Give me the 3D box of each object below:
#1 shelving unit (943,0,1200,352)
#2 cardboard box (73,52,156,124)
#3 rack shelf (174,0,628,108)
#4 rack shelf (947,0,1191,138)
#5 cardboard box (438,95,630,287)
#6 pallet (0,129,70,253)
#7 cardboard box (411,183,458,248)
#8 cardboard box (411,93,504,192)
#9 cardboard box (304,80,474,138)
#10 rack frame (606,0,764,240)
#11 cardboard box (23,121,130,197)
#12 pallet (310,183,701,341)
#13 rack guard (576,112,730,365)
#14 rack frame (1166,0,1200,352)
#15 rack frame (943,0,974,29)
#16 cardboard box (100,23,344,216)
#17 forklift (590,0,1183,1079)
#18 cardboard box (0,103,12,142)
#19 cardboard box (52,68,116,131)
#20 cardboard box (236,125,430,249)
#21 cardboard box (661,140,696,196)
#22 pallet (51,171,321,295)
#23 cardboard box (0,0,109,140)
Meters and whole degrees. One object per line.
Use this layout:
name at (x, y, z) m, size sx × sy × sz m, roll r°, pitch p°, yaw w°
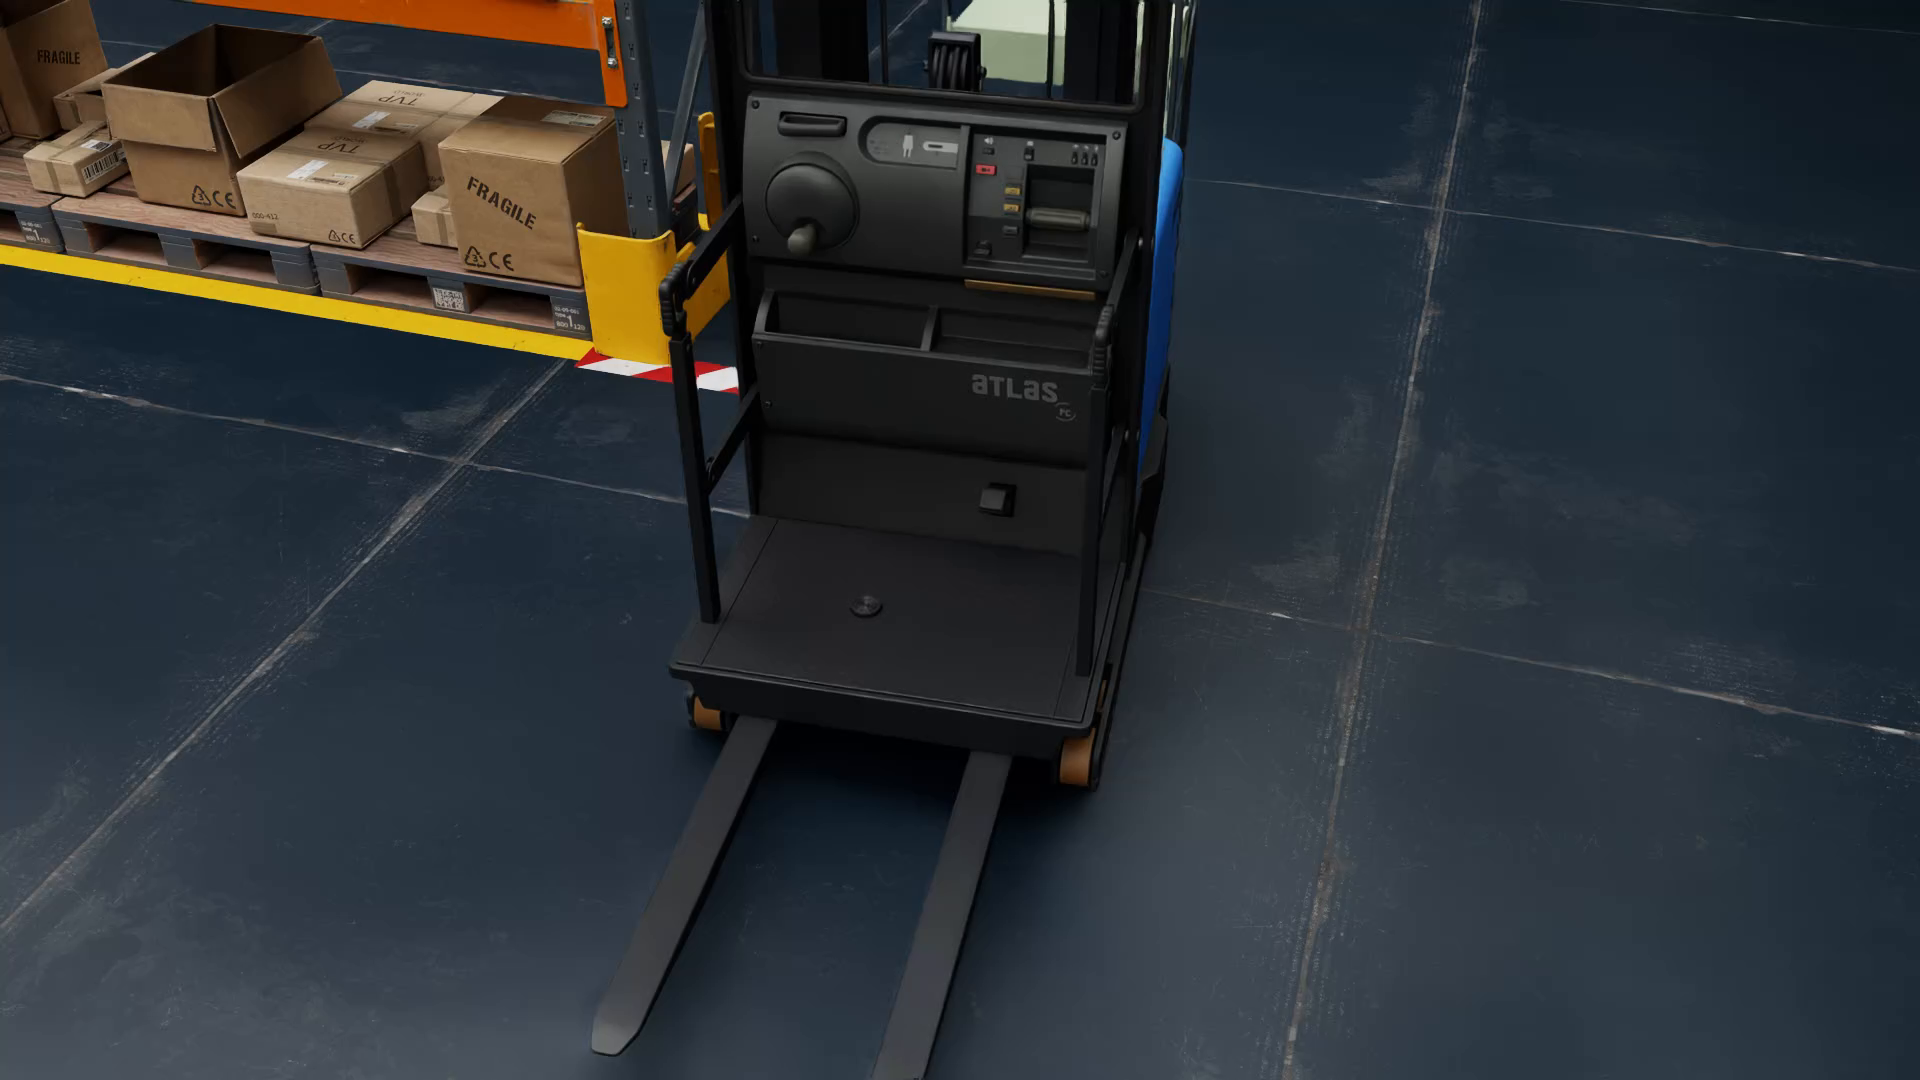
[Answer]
shelving unit at (0.358, -1.234, 5.652) m, size 0.755 × 1.500 × 0.431 m, roll 9°, pitch 36°, yaw 12°
cardboard box at (-3.447, -1.918, 7.222) m, size 0.500 × 0.311 × 0.500 m, roll 10°, pitch 38°, yaw 14°
rack shelf at (-2.883, -2.253, 6.388) m, size 4.000 × 0.370 × 1.077 m, roll 10°, pitch 38°, yaw 14°
rack shelf at (0.360, -1.553, 5.428) m, size 0.720 × 0.370 × 0.431 m, roll 9°, pitch 36°, yaw 12°
cardboard box at (-1.566, -1.317, 6.246) m, size 0.500 × 0.500 × 0.500 m, roll 10°, pitch 38°, yaw 14°
pallet at (-4.136, -1.651, 7.316) m, size 1.213 × 0.211 × 1.003 m, roll 10°, pitch 38°, yaw 14°
cardboard box at (-1.926, -1.305, 6.511) m, size 0.250 × 0.166 × 0.380 m, roll 10°, pitch 38°, yaw 14°
cardboard box at (-1.885, -1.604, 6.847) m, size 0.500 × 0.250 × 0.500 m, roll 10°, pitch 38°, yaw 14°
cardboard box at (-2.363, -1.692, 6.967) m, size 0.500 × 0.250 × 0.500 m, roll 10°, pitch 38°, yaw 14°
rack frame at (-0.974, -2.189, 5.694) m, size 0.127 × 3.000 × 1.000 m, roll 10°, pitch 38°, yaw 14°
cardboard box at (-3.627, -1.589, 6.897) m, size 0.250 × 0.166 × 0.380 m, roll 10°, pitch 38°, yaw 14°
pallet at (-1.807, -1.220, 6.730) m, size 1.213 × 0.211 × 1.003 m, roll 10°, pitch 38°, yaw 14°
rack guard at (-1.046, -1.196, 6.453) m, size 0.348 × 0.500 × 1.175 m, roll 10°, pitch 38°, yaw 14°
rack frame at (0.710, -1.176, 5.573) m, size 0.023 × 1.500 × 0.400 m, roll 9°, pitch 36°, yaw 12°
rack frame at (0.005, -1.292, 5.732) m, size 0.023 × 1.500 × 0.400 m, roll 9°, pitch 36°, yaw 12°
cardboard box at (-2.997, -1.739, 6.817) m, size 0.637 × 0.503 × 0.797 m, roll 10°, pitch 38°, yaw 14°
forklift at (-0.114, -0.778, 3.835) m, size 1.130 × 2.935 × 3.031 m, roll 7°, pitch 37°, yaw 10°
cardboard box at (-4.455, -1.794, 7.054) m, size 0.500 × 0.311 × 0.500 m, roll 10°, pitch 38°, yaw 14°
cardboard box at (-3.787, -1.953, 7.407) m, size 0.250 × 0.149 × 0.380 m, roll 10°, pitch 38°, yaw 14°
cardboard box at (-2.464, -1.401, 6.571) m, size 0.500 × 0.250 × 0.500 m, roll 10°, pitch 38°, yaw 14°
cardboard box at (-1.271, -1.487, 6.773) m, size 0.250 × 0.149 × 0.380 m, roll 10°, pitch 38°, yaw 14°
pallet at (-2.968, -1.437, 7.024) m, size 1.213 × 0.211 × 1.003 m, roll 10°, pitch 38°, yaw 14°
cardboard box at (-4.163, -2.127, 7.346) m, size 0.500 × 0.500 × 0.500 m, roll 10°, pitch 38°, yaw 14°
